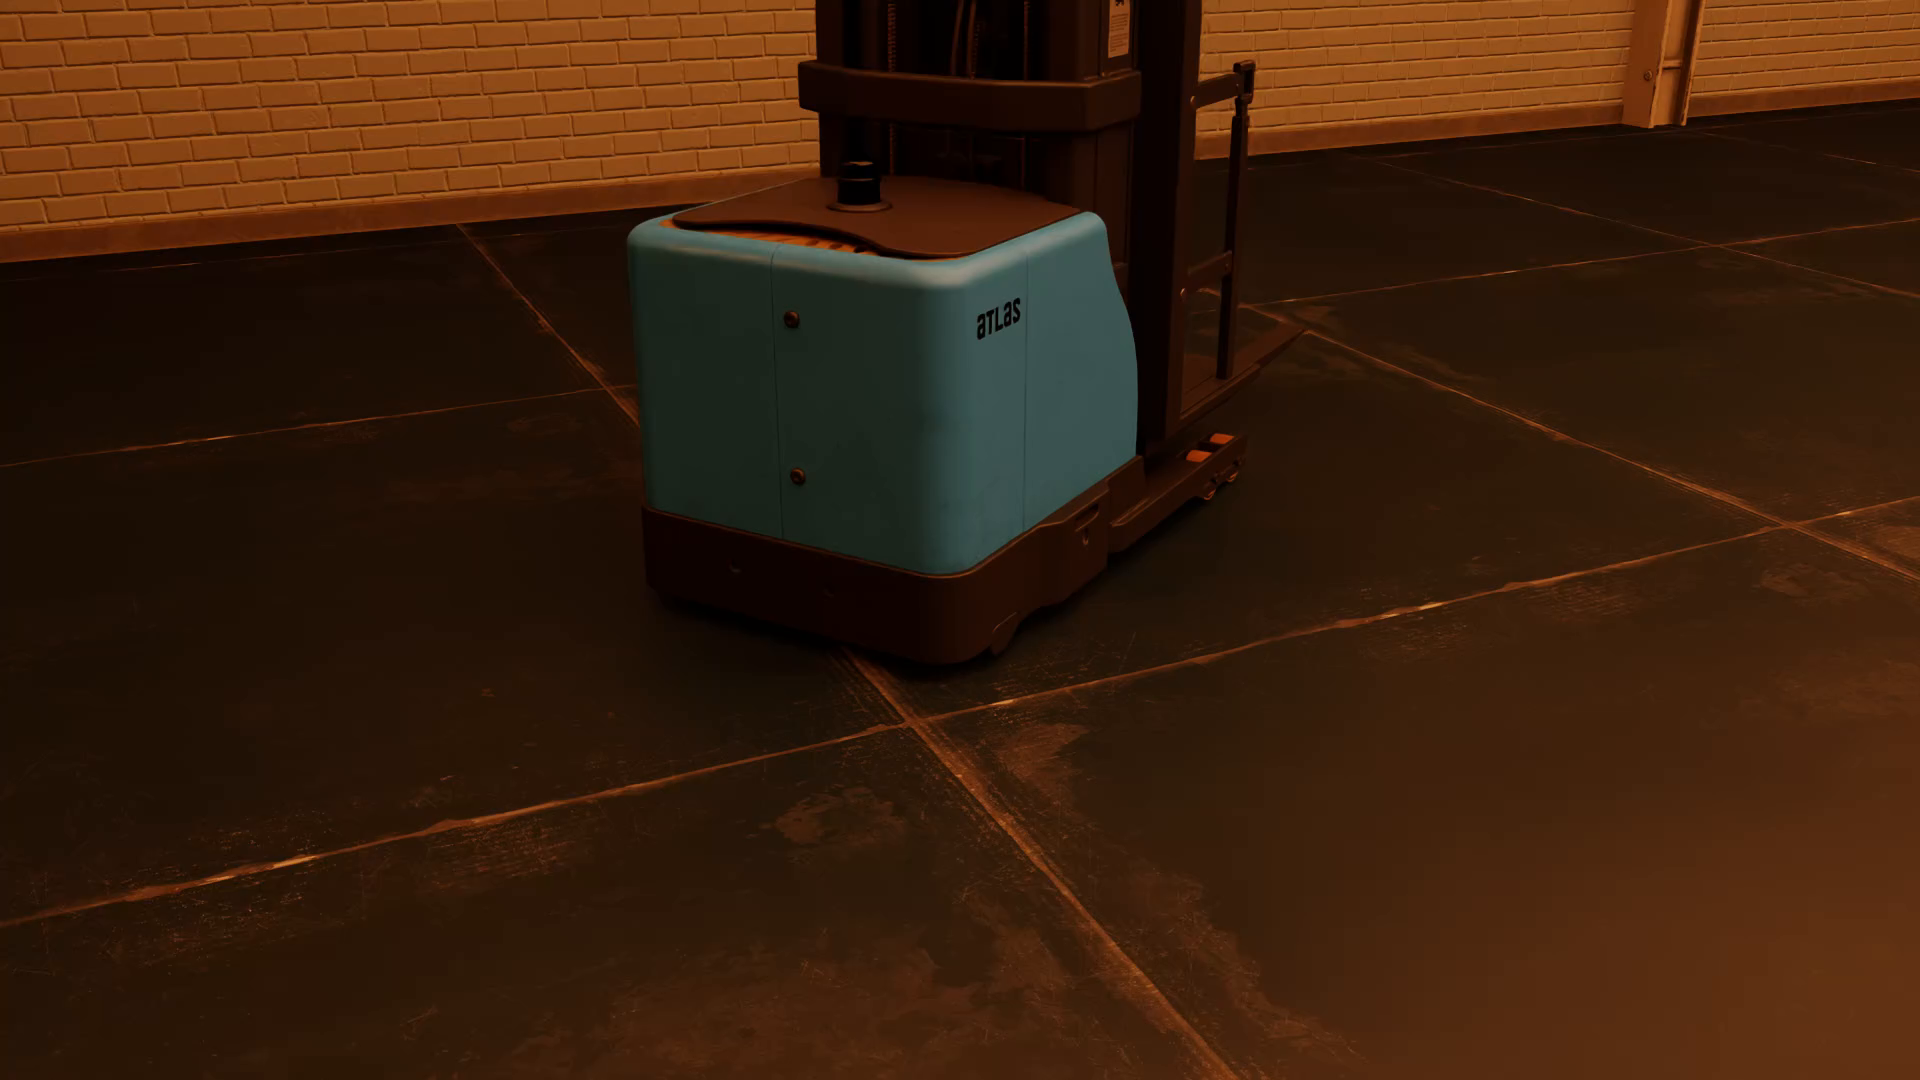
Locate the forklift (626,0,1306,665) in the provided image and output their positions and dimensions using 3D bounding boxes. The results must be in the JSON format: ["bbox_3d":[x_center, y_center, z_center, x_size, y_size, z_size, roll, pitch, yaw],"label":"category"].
[{"bbox_3d":[0.307,-1.561,5.045,1.130,2.935,3.031,13,26,28],"label":"forklift"}]
